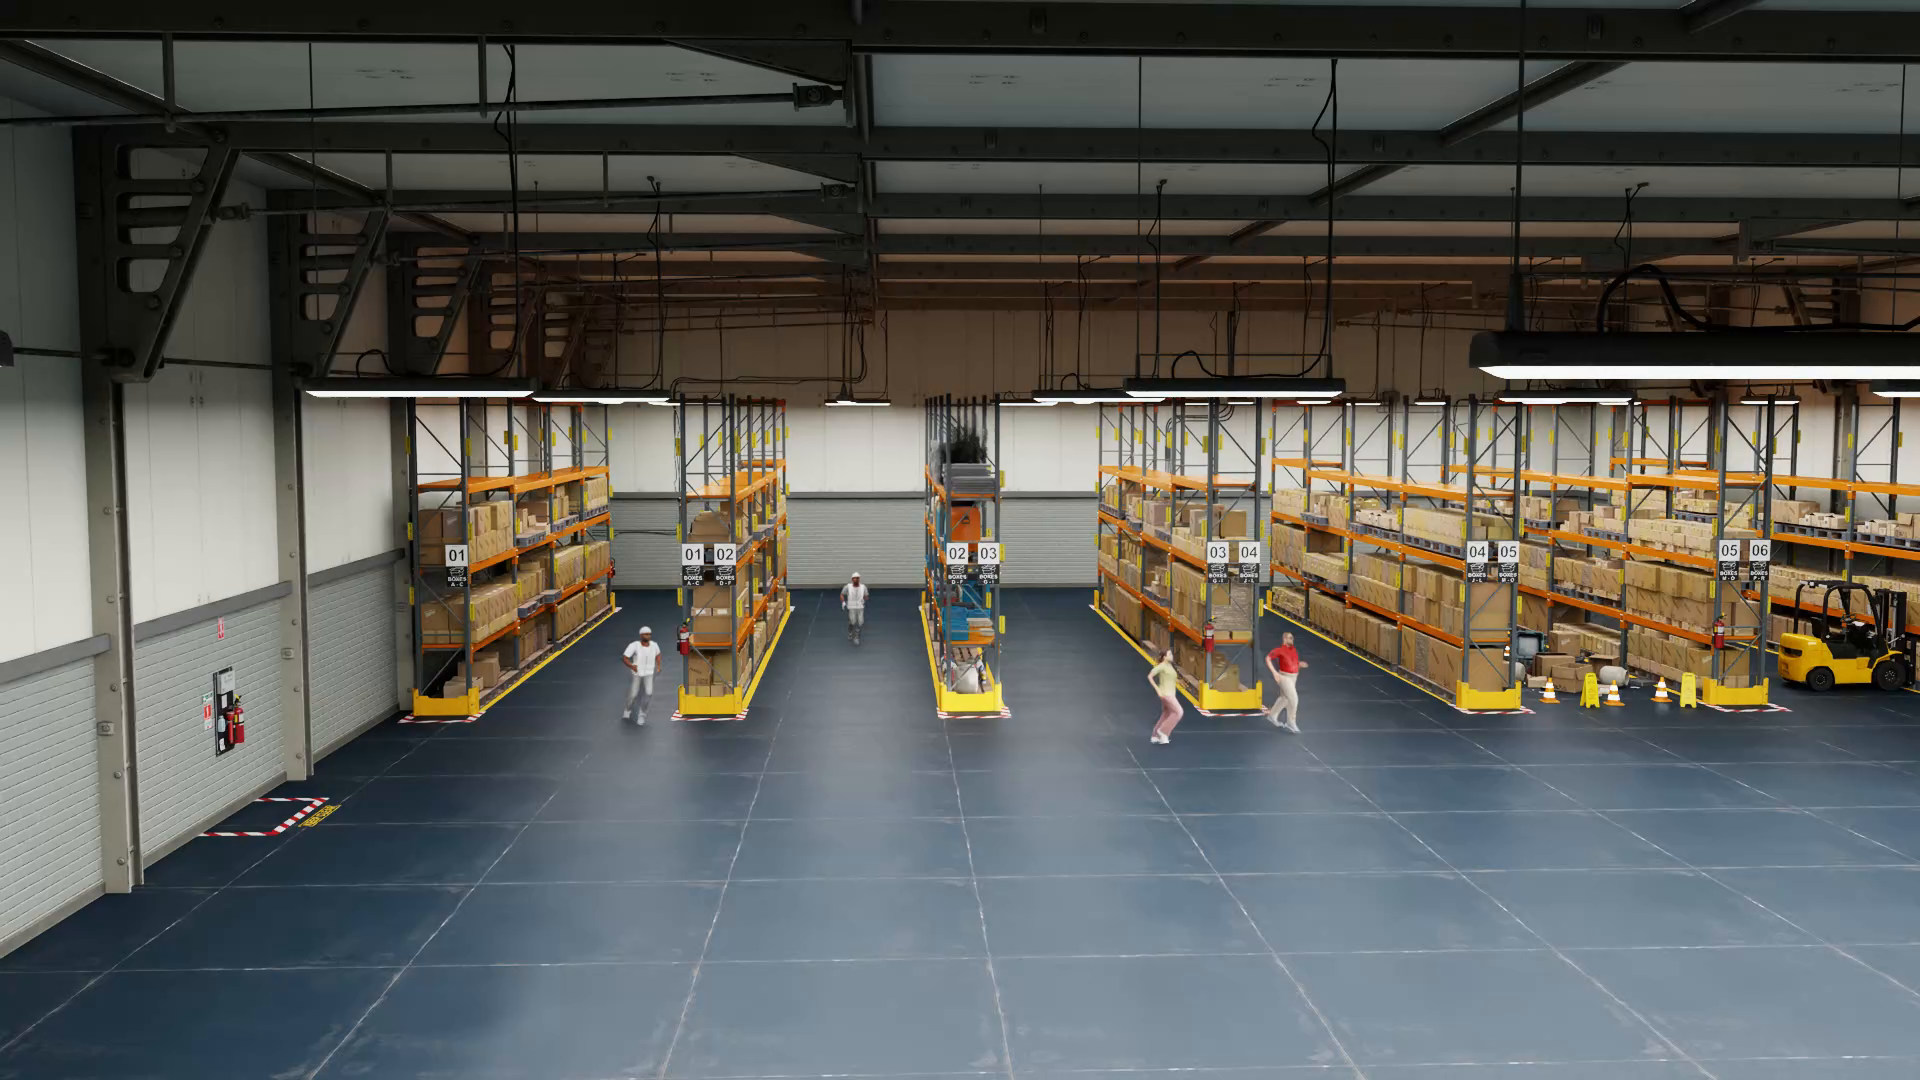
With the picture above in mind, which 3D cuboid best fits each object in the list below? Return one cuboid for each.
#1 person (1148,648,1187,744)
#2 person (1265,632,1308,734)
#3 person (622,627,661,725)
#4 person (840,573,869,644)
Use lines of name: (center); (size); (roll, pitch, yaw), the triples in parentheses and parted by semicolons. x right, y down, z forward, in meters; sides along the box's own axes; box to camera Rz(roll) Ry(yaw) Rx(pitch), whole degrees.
person: (3.549, 2.650, 28.296); (0.626, 1.638, 0.558); (2, 5, 26)
person: (5.807, 2.529, 29.585); (0.809, 1.791, 0.640); (4, 6, 38)
person: (-5.787, 2.468, 30.359); (0.763, 1.782, 0.682); (-2, 5, -25)
person: (-2.520, 1.666, 40.290); (0.675, 1.739, 0.597); (-1, 5, -16)
